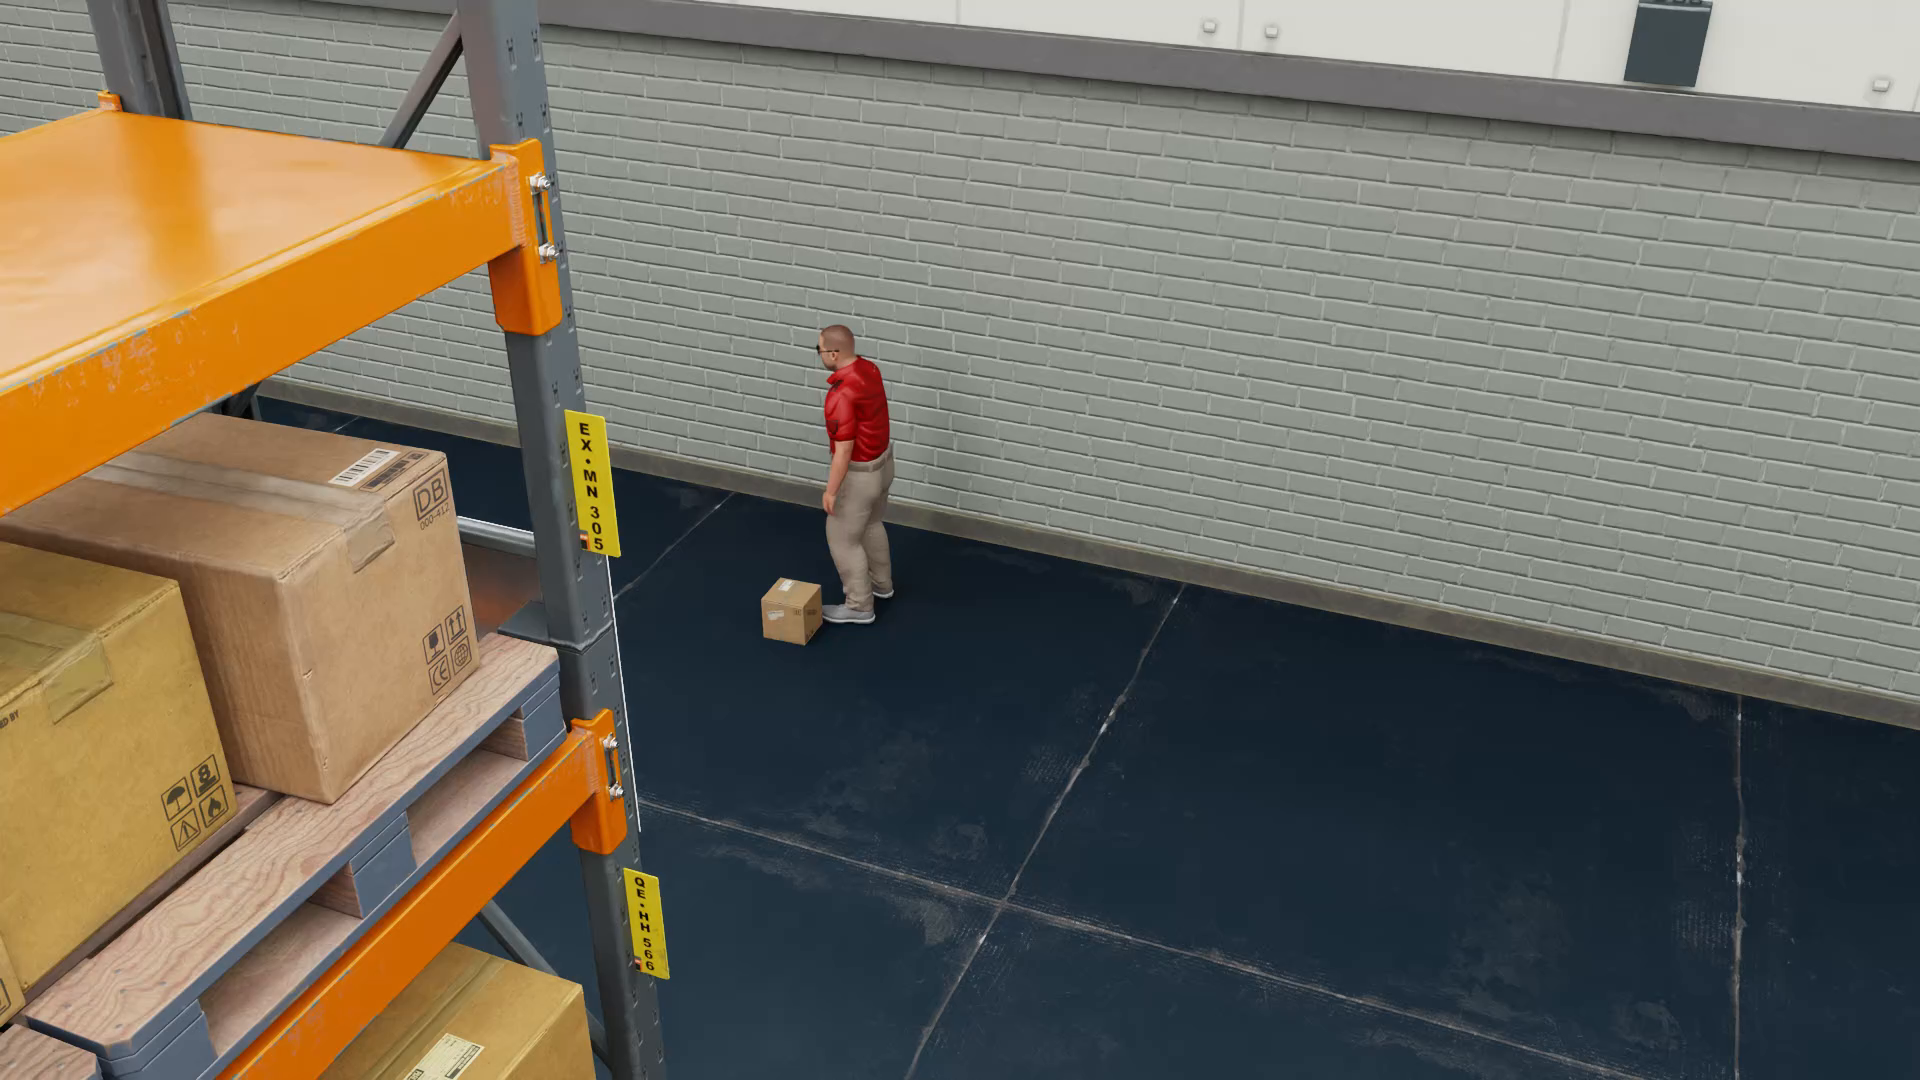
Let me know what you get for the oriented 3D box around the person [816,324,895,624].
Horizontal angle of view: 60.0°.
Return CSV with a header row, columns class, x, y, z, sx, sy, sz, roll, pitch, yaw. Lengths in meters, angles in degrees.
class,x,y,z,sx,sy,sz,roll,pitch,yaw
person,-0.571,-0.361,9.051,0.384,1.727,0.596,10,31,18
